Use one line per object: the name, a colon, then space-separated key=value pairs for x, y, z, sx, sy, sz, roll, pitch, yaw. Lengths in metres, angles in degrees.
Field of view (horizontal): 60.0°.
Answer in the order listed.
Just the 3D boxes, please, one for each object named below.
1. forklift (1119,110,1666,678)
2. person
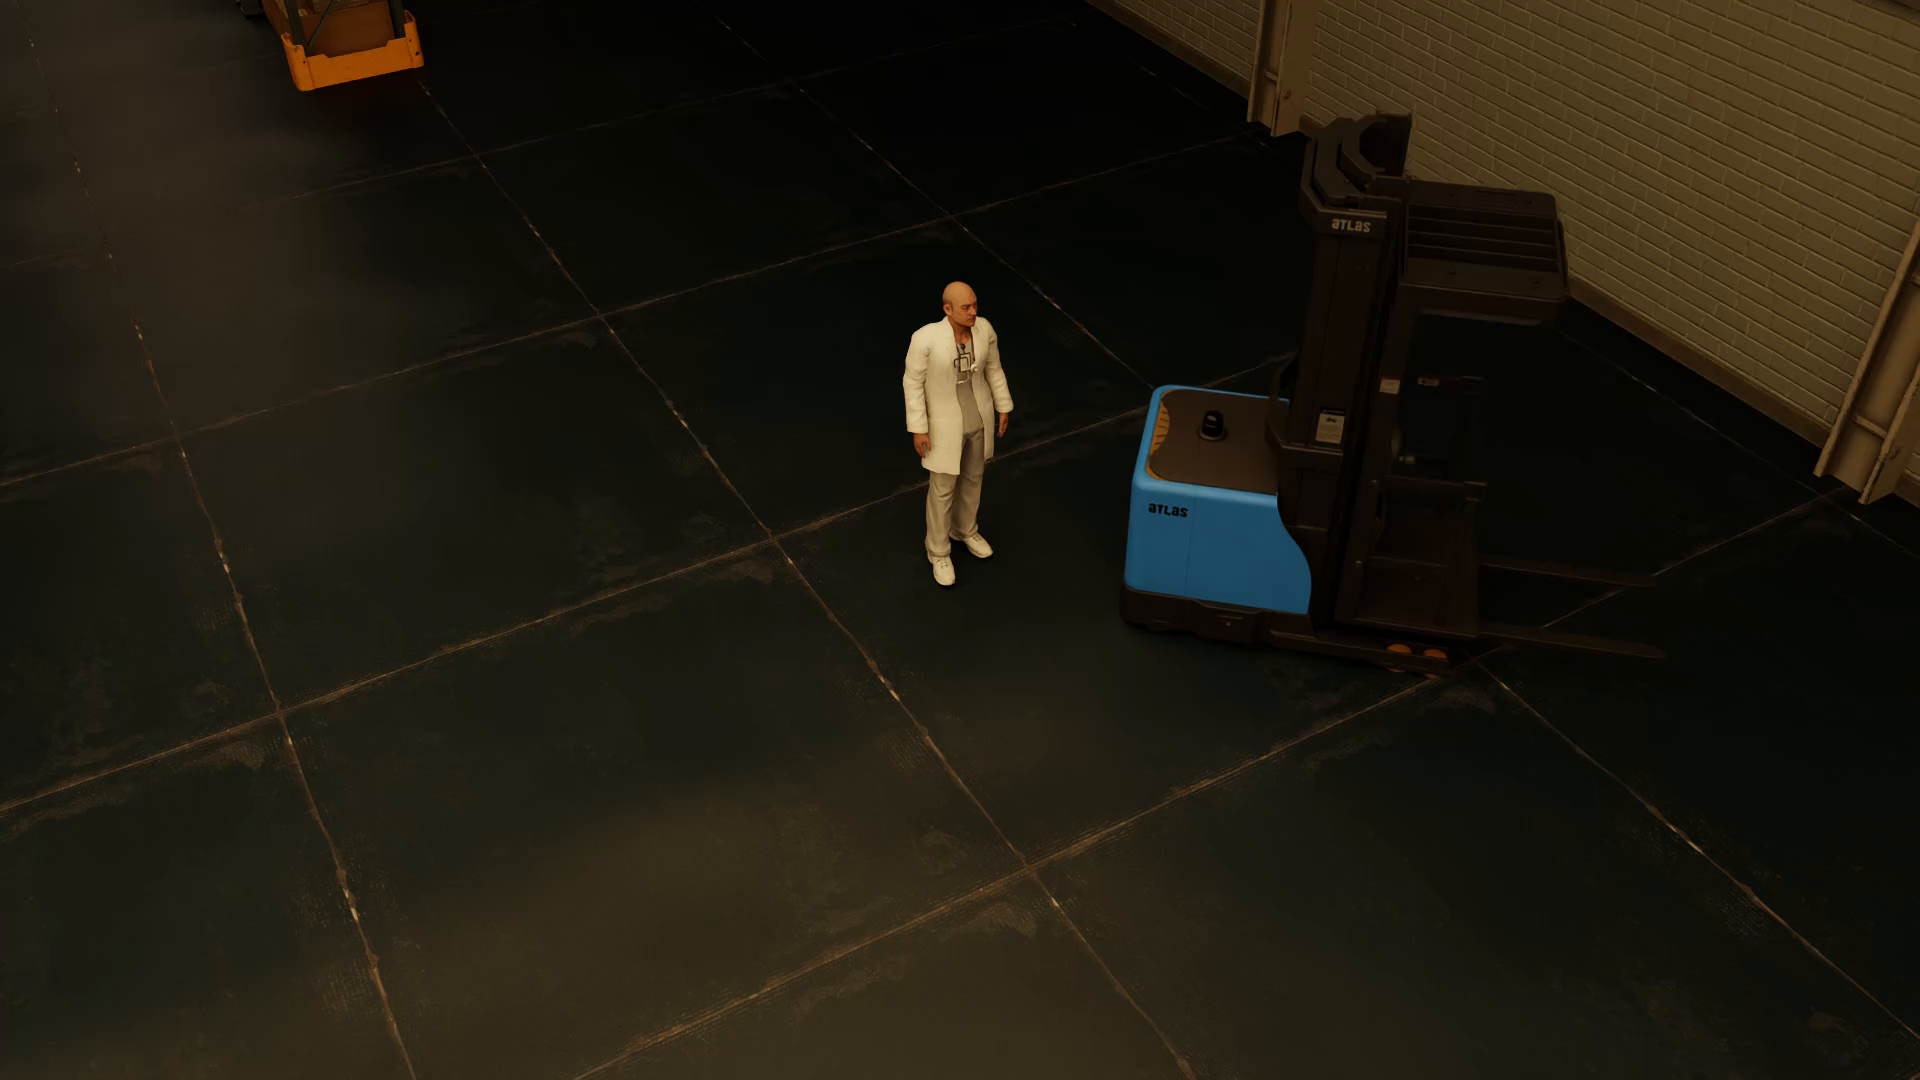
forklift: x=2.503 y=-0.723 z=8.908 sx=3.031 sy=2.935 sz=1.130 roll=8 pitch=40 yaw=10
person: x=0.038 y=-0.637 z=9.696 sx=0.685 sy=1.776 sz=0.580 roll=-20 pitch=44 yaw=-23
